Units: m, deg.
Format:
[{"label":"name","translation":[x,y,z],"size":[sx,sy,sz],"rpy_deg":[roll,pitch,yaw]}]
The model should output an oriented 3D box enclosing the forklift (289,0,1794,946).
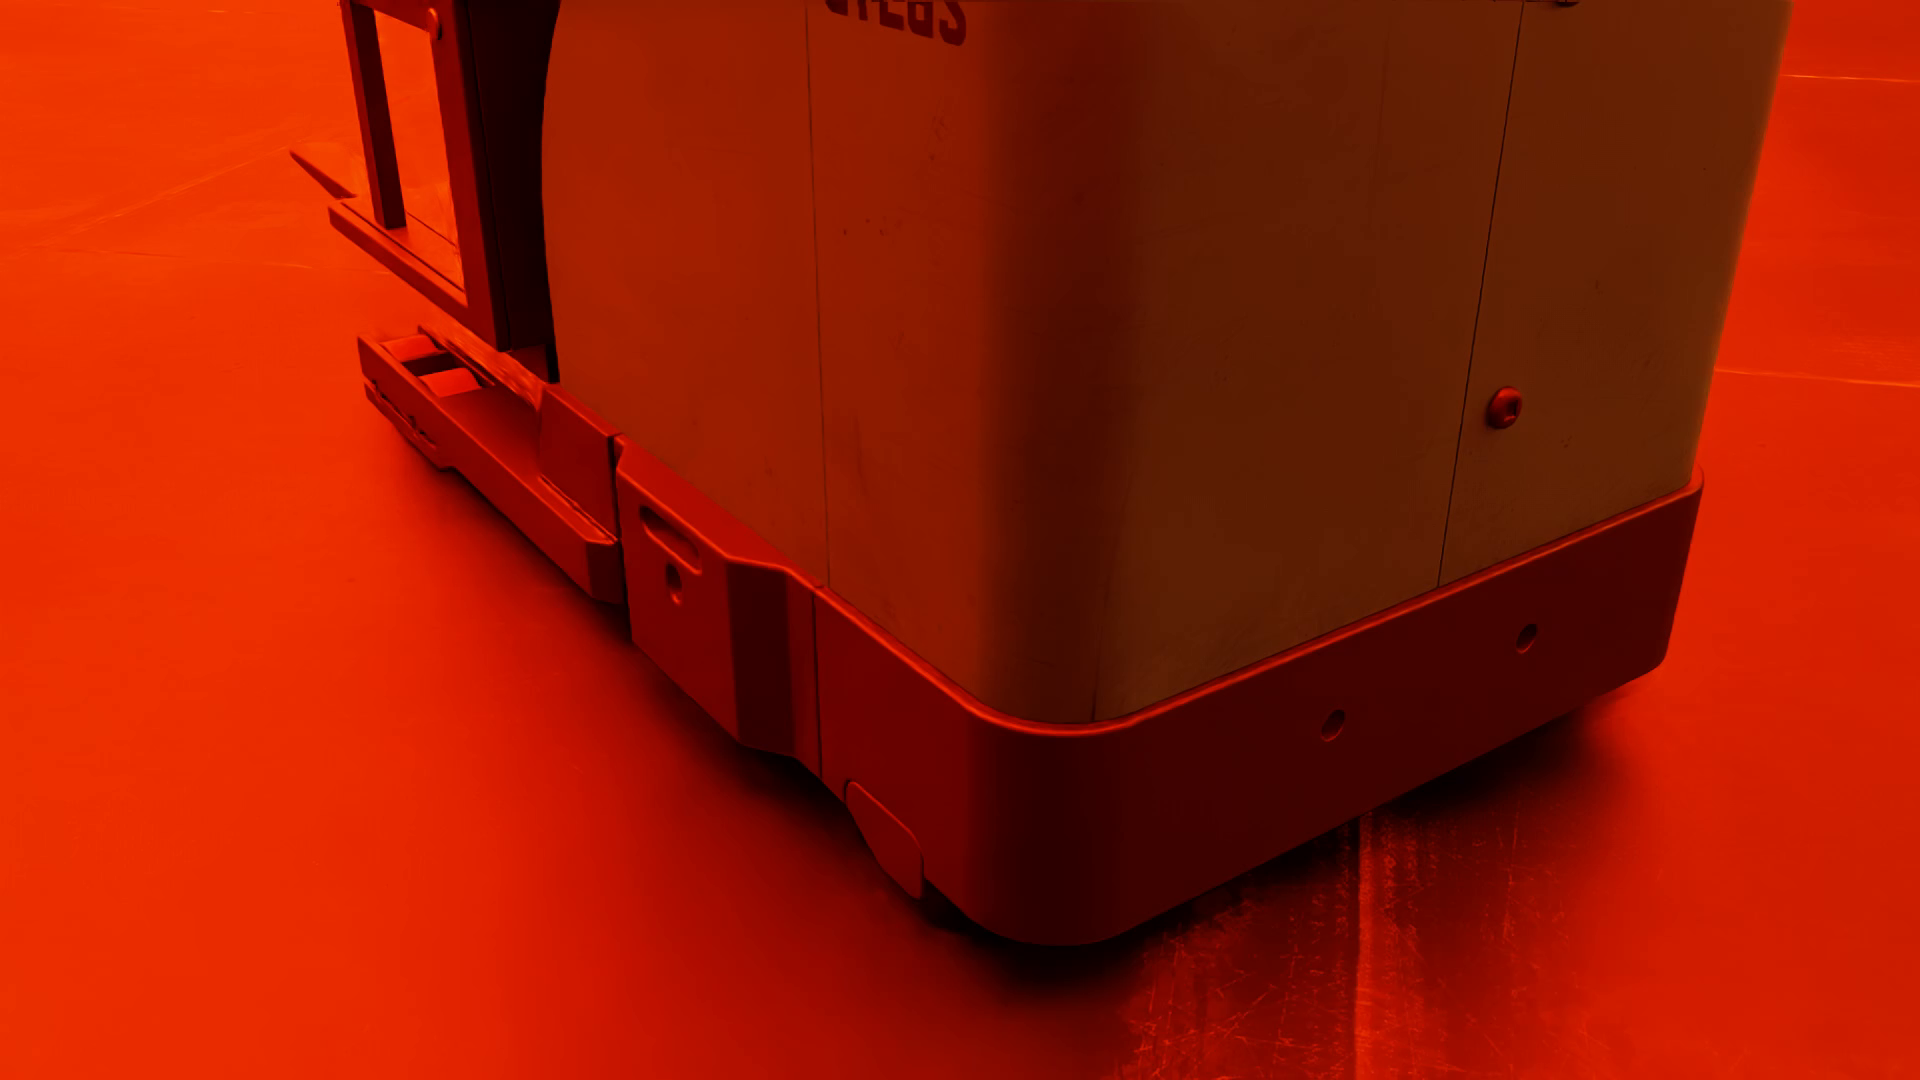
[{"label":"forklift","translation":[-0.374,-1.533,2.286],"size":[1.130,2.935,3.031],"rpy_deg":[-18,32,-31]}]
